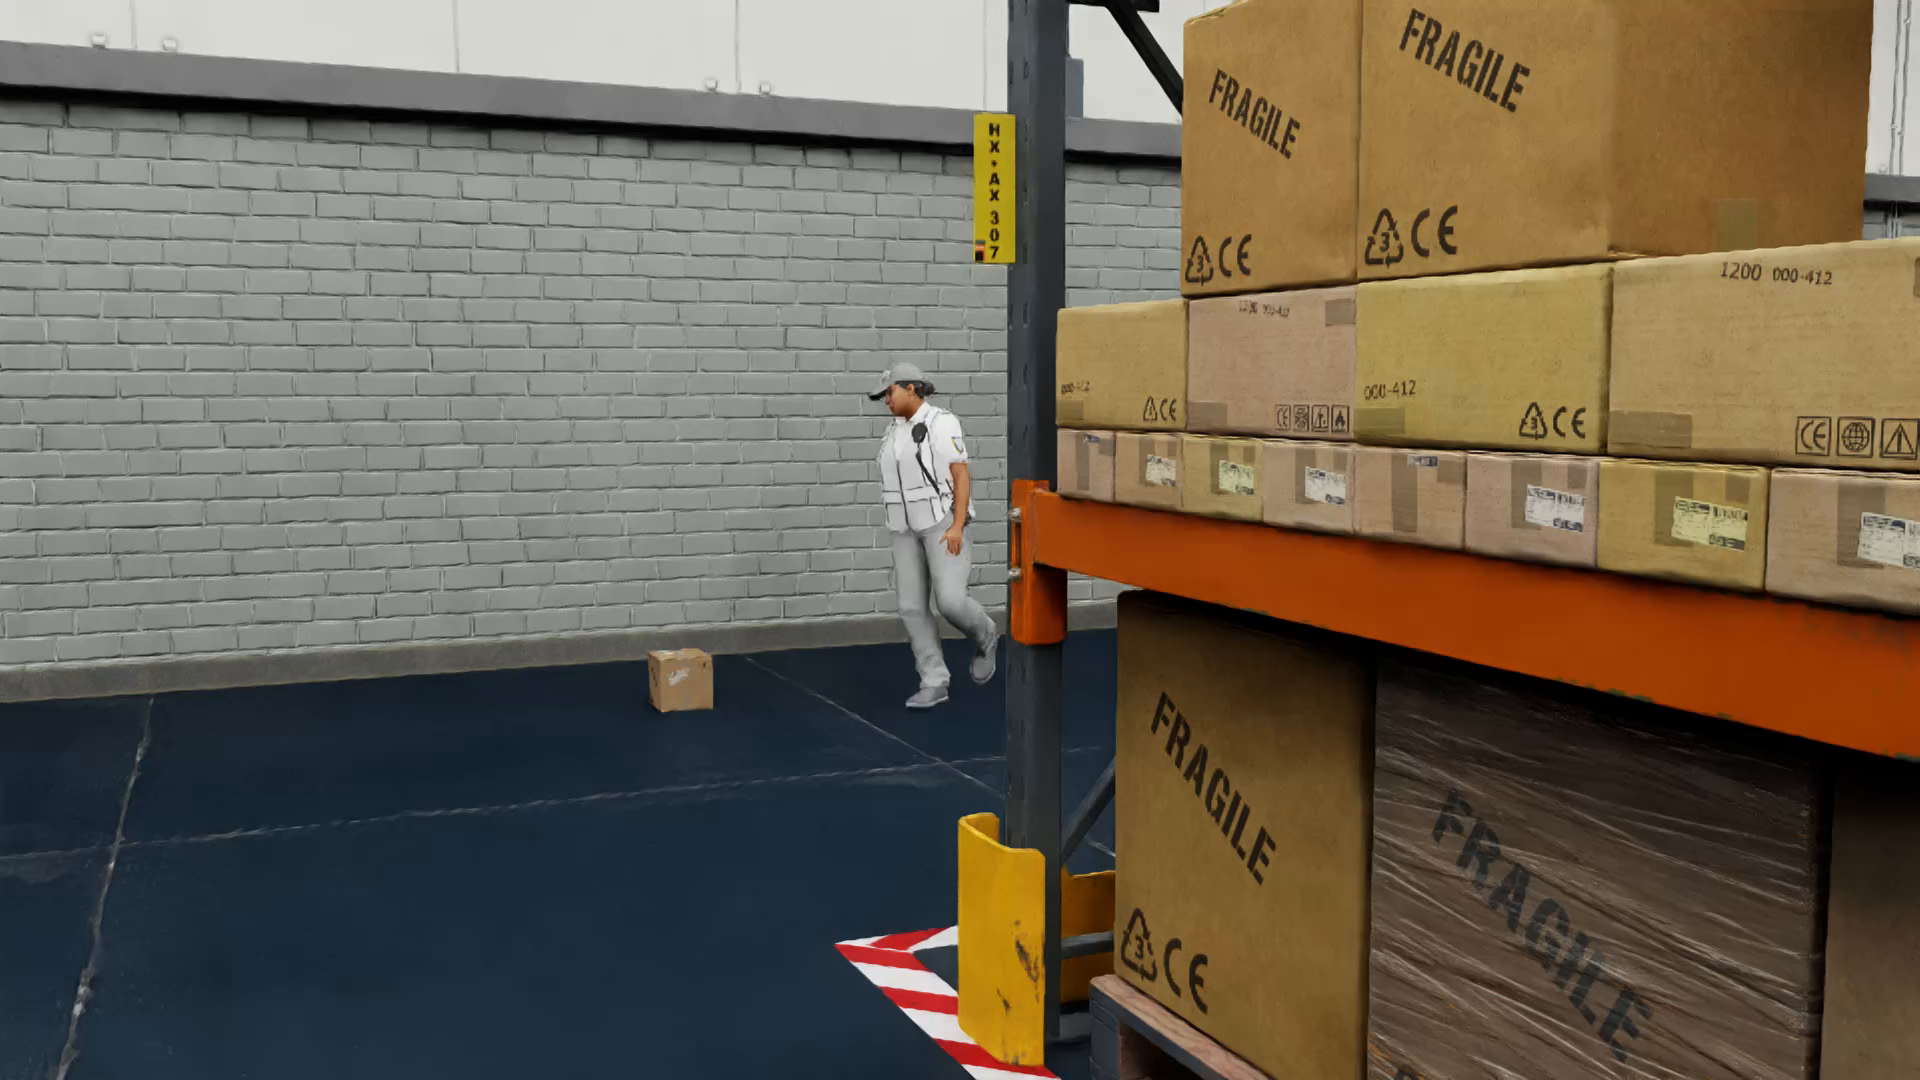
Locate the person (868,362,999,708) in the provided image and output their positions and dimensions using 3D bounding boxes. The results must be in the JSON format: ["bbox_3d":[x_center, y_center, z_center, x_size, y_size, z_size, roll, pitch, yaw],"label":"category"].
[{"bbox_3d":[-0.126,-0.038,8.020,0.548,1.630,0.609,4,7,35],"label":"person"}]
